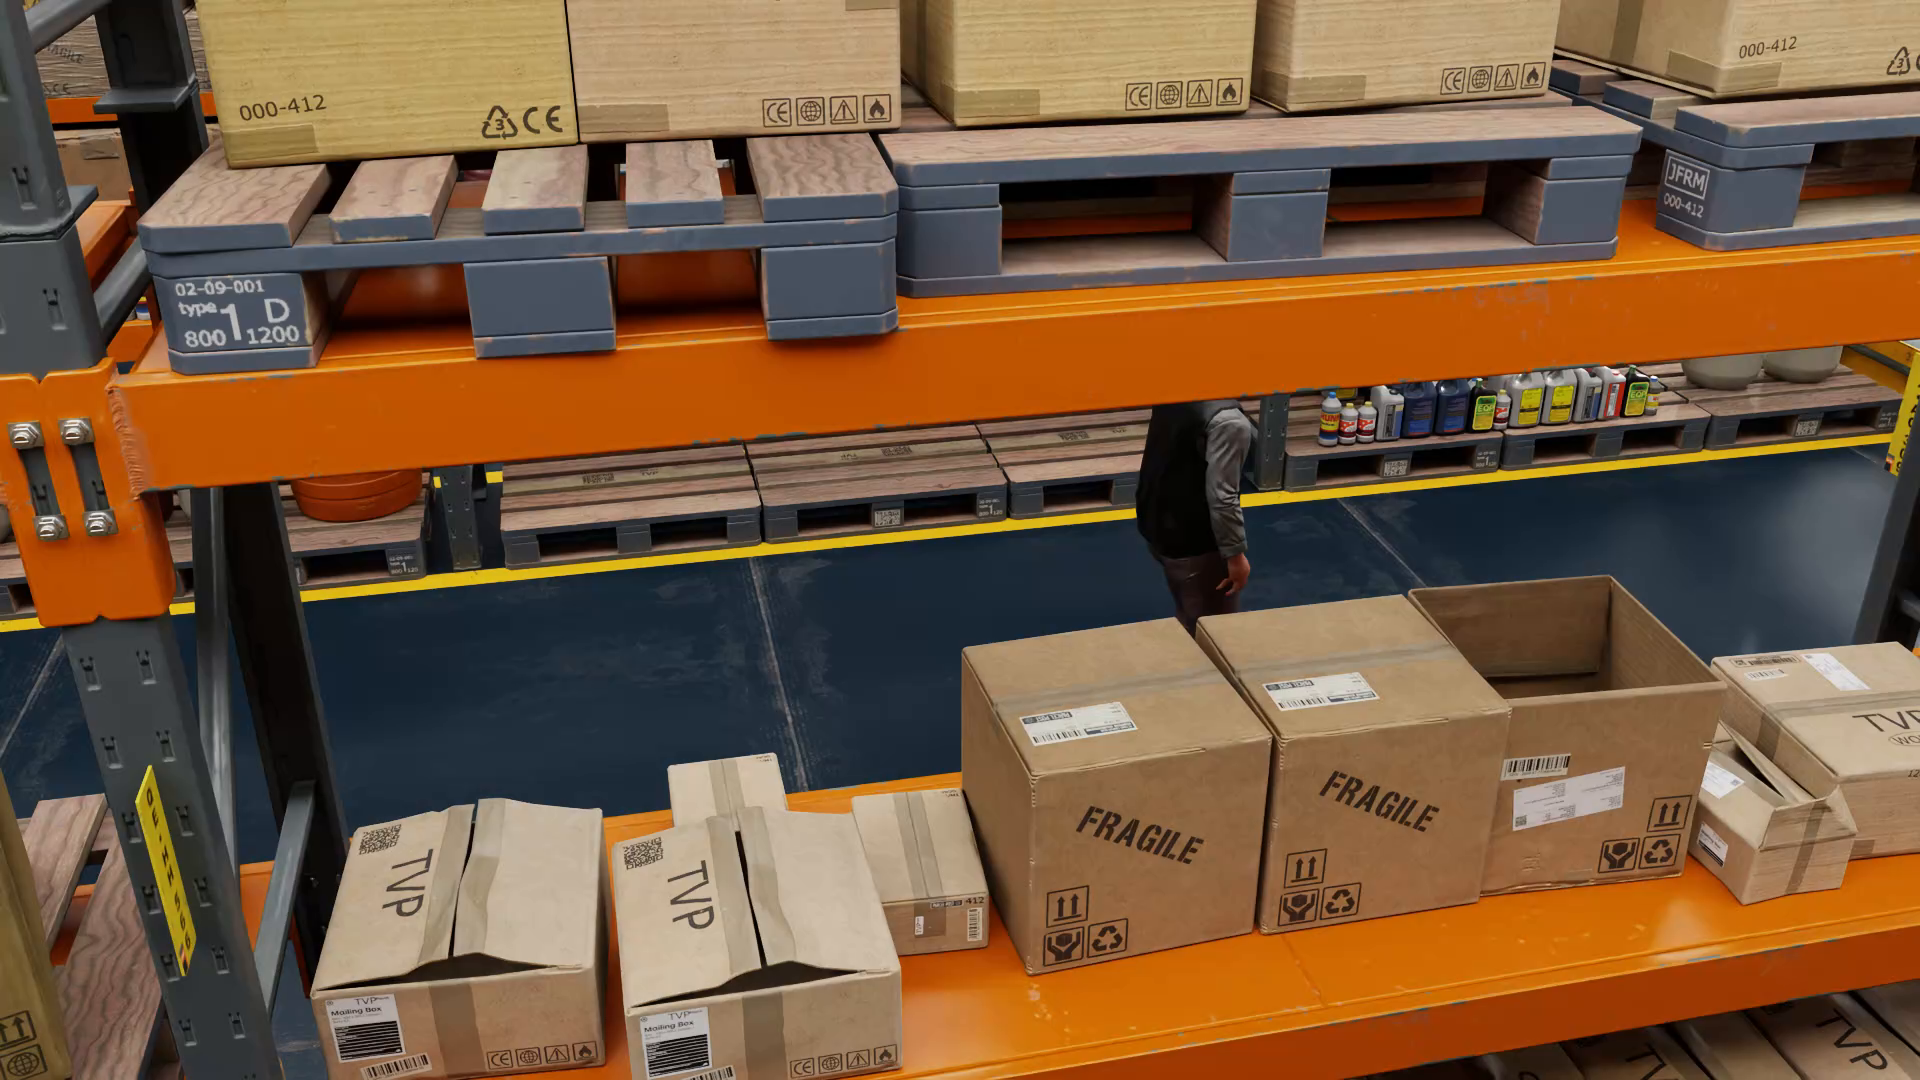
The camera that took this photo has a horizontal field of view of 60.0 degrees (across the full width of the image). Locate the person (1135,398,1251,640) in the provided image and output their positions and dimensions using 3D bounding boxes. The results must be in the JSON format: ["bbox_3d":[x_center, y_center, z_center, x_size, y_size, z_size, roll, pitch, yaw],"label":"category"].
[{"bbox_3d":[0.896,-0.014,6.170,0.473,1.720,0.593,-8,28,-15],"label":"person"}]
